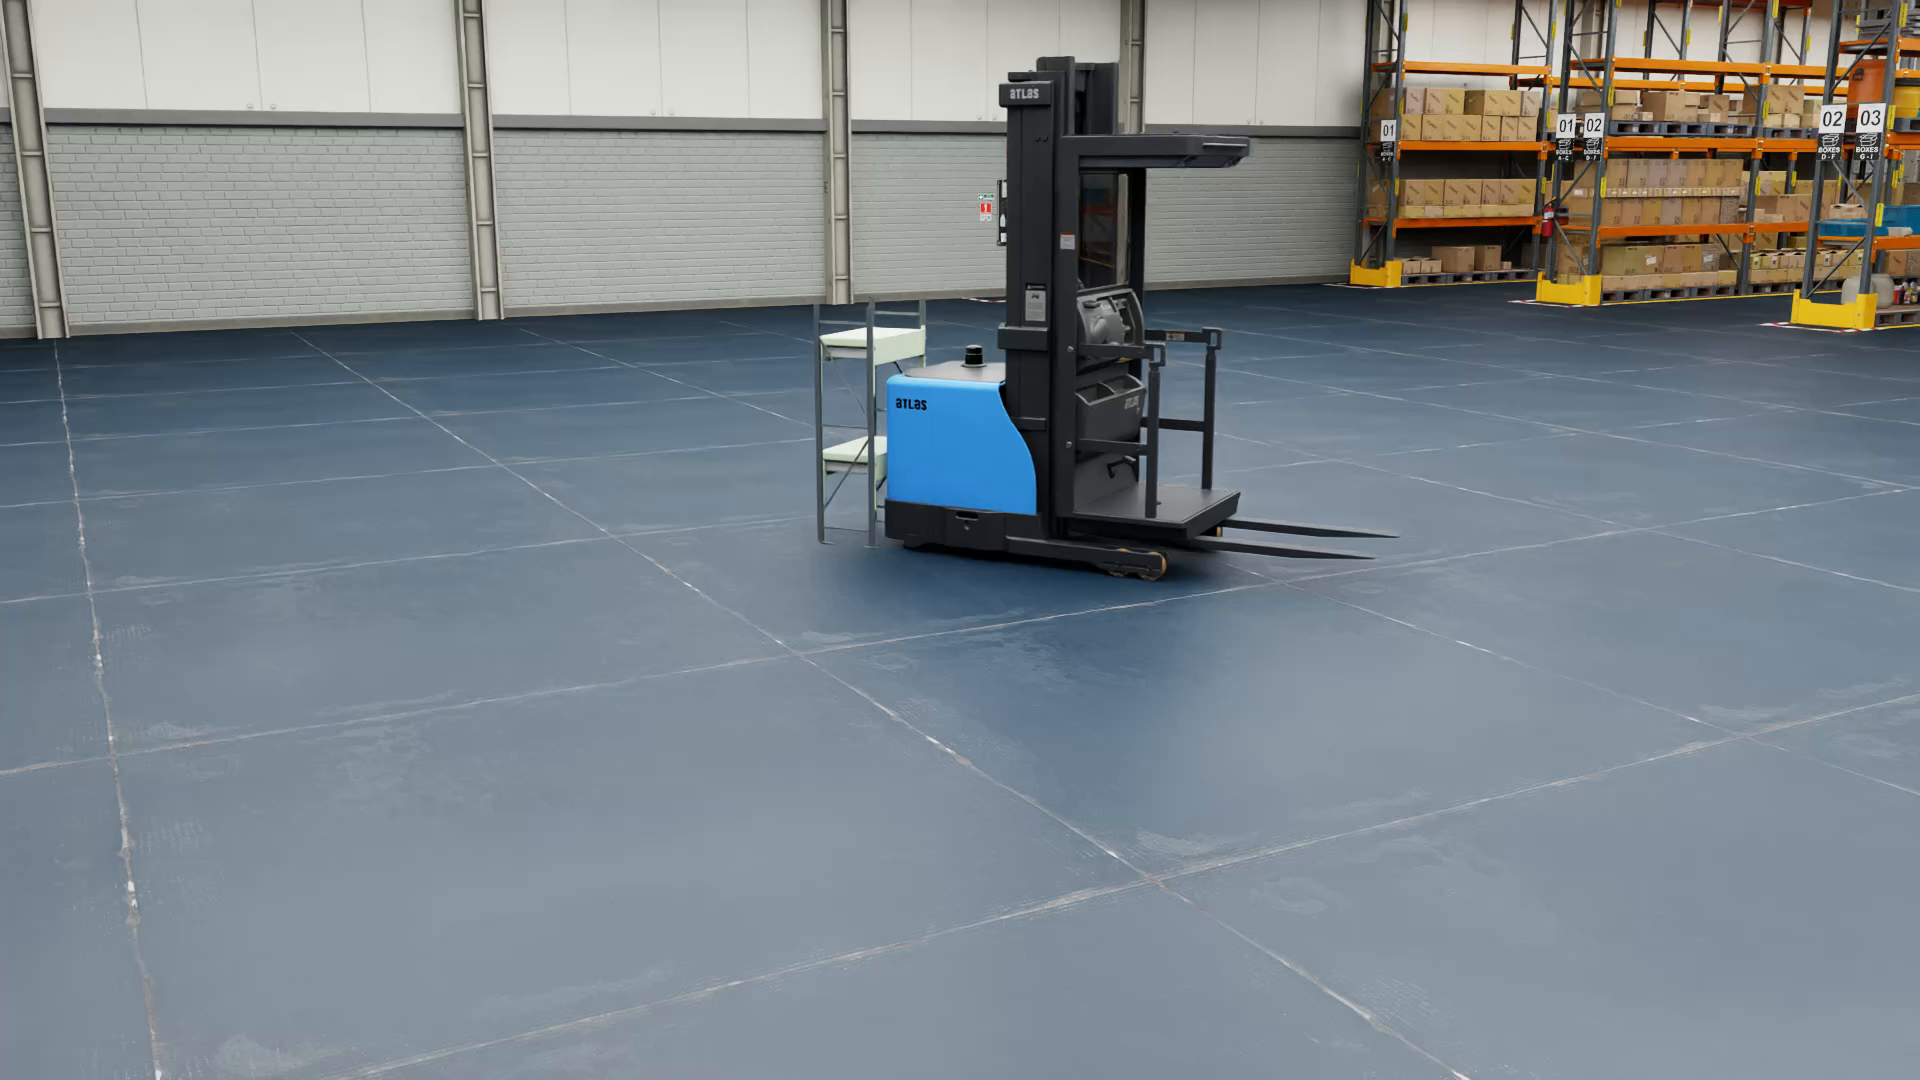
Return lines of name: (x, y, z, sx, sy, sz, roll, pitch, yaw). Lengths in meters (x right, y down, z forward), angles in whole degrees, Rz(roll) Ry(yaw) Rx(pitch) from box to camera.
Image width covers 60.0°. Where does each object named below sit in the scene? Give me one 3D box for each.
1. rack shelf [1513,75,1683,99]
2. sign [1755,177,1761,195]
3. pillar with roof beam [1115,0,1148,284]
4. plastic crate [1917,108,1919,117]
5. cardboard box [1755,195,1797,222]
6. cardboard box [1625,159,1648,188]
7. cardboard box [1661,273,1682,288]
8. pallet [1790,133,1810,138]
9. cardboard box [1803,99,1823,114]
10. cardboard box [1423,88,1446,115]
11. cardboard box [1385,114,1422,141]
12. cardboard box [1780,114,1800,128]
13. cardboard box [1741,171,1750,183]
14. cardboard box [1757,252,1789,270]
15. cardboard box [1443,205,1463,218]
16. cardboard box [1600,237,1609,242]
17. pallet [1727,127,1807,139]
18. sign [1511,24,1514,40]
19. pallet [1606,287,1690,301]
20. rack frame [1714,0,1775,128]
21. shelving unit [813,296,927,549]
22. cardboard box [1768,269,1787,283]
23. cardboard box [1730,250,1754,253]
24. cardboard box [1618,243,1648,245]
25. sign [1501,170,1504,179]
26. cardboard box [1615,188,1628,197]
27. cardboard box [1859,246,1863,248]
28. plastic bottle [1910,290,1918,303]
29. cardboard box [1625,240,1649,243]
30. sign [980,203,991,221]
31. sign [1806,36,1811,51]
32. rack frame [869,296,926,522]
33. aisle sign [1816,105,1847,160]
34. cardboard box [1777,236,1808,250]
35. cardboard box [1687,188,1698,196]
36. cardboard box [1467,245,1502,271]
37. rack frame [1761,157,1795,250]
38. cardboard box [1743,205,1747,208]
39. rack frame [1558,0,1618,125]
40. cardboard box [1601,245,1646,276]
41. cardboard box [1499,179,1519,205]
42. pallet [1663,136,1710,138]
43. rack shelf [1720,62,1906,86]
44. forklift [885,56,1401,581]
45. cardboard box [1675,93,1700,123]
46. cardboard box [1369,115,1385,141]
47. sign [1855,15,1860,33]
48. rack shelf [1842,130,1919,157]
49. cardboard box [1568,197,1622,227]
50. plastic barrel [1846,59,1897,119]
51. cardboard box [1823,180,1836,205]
rack shelf: (13.519, -9.582, 35.238, 4.000, 0.370, 1.077, -7, 14, -28)
sign: (14.407, -6.390, 30.021, 0.005, 0.325, 0.100, -7, 14, -28)
pillar with roof beam: (5.249, -8.276, 26.888, 0.400, 9.000, 9.100, -7, 14, -28)
plastic crate: (14.529, -6.375, 25.307, 0.575, 0.384, 0.392, -7, 14, -28)
cardboard box: (15.285, -6.218, 31.179, 0.500, 0.500, 0.500, -6, 14, -24)
cardboard box: (11.551, -6.406, 29.058, 0.500, 0.500, 0.700, -7, 15, -29)
cardboard box: (12.524, -4.650, 29.745, 0.500, 0.250, 0.500, -7, 14, -28)
pallet: (19.508, -9.336, 38.633, 1.213, 0.211, 1.003, -7, 14, -28)
cardboard box: (19.545, -9.863, 38.220, 0.500, 0.500, 0.500, -7, 14, -28)
cardboard box: (9.171, -8.616, 32.680, 0.500, 0.500, 0.500, -7, 14, -29)
cardboard box: (8.666, -8.079, 32.569, 0.500, 0.500, 0.500, -6, 14, -26)
cardboard box: (15.166, -7.753, 30.779, 0.500, 0.250, 0.500, -8, 15, -33)
cardboard box: (17.597, -8.198, 37.544, 0.500, 0.250, 0.500, -7, 14, -27)
cardboard box: (15.064, -5.220, 31.003, 0.500, 0.311, 0.500, -7, 14, -29)
cardboard box: (9.732, -6.606, 33.428, 0.500, 0.250, 0.500, -7, 15, -29)
cardboard box: (13.688, -6.584, 36.014, 0.500, 0.250, 0.500, -7, 14, -28)
pallet: (14.908, -7.502, 30.714, 1.217, 0.209, 0.805, -8, 15, -30)
sign: (11.492, -10.557, 34.533, 0.005, 0.325, 0.100, -7, 14, -28)
pallet: (12.350, -4.471, 29.995, 1.213, 0.211, 1.003, -7, 14, -28)
rack frame: (14.140, -8.963, 29.940, 0.127, 3.000, 1.000, -7, 14, -28)
shelving unit: (-0.561, -0.769, 10.609, 0.431, 1.500, 0.755, 6, 14, 24)
cardboard box: (15.062, -4.948, 31.069, 0.500, 0.250, 0.500, -6, 14, -26)
cardboard box: (14.812, -5.327, 31.477, 0.500, 0.311, 0.500, -6, 14, -26)
cardboard box: (12.268, -5.119, 30.121, 0.500, 0.500, 0.500, -7, 14, -28)
sign: (11.494, -7.662, 35.186, 0.005, 0.325, 0.100, -7, 14, -28)
cardboard box: (11.307, -6.009, 28.772, 0.250, 0.149, 0.380, -7, 15, -29)
cardboard box: (18.407, -5.968, 33.281, 0.500, 0.250, 0.500, -6, 14, -26)
plastic bottle: (14.997, -3.823, 26.136, 0.097, 0.201, 0.097, 0, 13, 0)
cardboard box: (14.667, -6.321, 36.554, 0.500, 0.500, 0.700, -7, 14, -27)
sign: (0.464, -5.905, 29.936, 0.234, 0.329, 0.001, -7, 14, -28)
sign: (19.056, -11.150, 37.350, 0.005, 0.325, 0.100, -7, 14, -28)
rack frame: (-0.408, -0.842, 10.933, 0.400, 1.500, 0.023, 6, 14, 24)
aisle sign: (12.794, -5.978, 24.421, 0.004, 0.787, 0.394, -7, 14, -28)
cardboard box: (19.491, -6.876, 39.069, 0.500, 0.500, 0.700, -7, 14, -27)
cardboard box: (12.889, -6.198, 29.614, 0.250, 0.149, 0.380, -6, 14, -26)
cardboard box: (10.872, -5.869, 34.546, 0.500, 0.500, 0.500, -8, 15, -32)
rack frame: (18.785, -7.832, 38.579, 0.127, 3.000, 1.000, -7, 14, -28)
cardboard box: (17.715, -7.527, 37.752, 0.250, 0.149, 0.380, -7, 14, -28)
rack frame: (10.629, -8.542, 28.071, 0.127, 3.000, 1.000, -7, 14, -28)
cardboard box: (11.645, -4.911, 29.198, 0.500, 0.500, 0.500, -7, 14, -28)
cardboard box: (11.061, -7.130, 34.047, 0.500, 0.500, 0.500, -7, 14, -28)
pallet: (15.814, -8.861, 36.747, 1.003, 0.211, 1.213, -6, 14, -25)
rack shelf: (15.896, -8.627, 30.998, 4.000, 0.370, 1.077, -7, 14, -28)
forklift: (1.081, -1.330, 9.841, 3.031, 2.935, 1.130, 6, 14, 26)
cardboard box: (12.634, -7.674, 29.535, 0.637, 0.503, 0.797, -5, 14, -22)
cardboard box: (8.497, -8.184, 33.039, 0.500, 0.500, 0.500, -6, 14, -24)
sign: (17.383, -9.982, 32.159, 0.005, 0.325, 0.100, -7, 14, -28)
rack shelf: (14.755, -5.983, 25.170, 4.000, 0.370, 1.077, -7, 14, -28)
cardboard box: (11.045, -5.711, 28.926, 0.500, 0.500, 0.700, -7, 14, -28)
plastic barrel: (13.365, -6.614, 24.399, 0.708, 0.830, 0.600, -7, 14, -28)
cardboard box: (19.913, -8.108, 39.122, 0.700, 0.700, 0.980, -7, 15, -29)
